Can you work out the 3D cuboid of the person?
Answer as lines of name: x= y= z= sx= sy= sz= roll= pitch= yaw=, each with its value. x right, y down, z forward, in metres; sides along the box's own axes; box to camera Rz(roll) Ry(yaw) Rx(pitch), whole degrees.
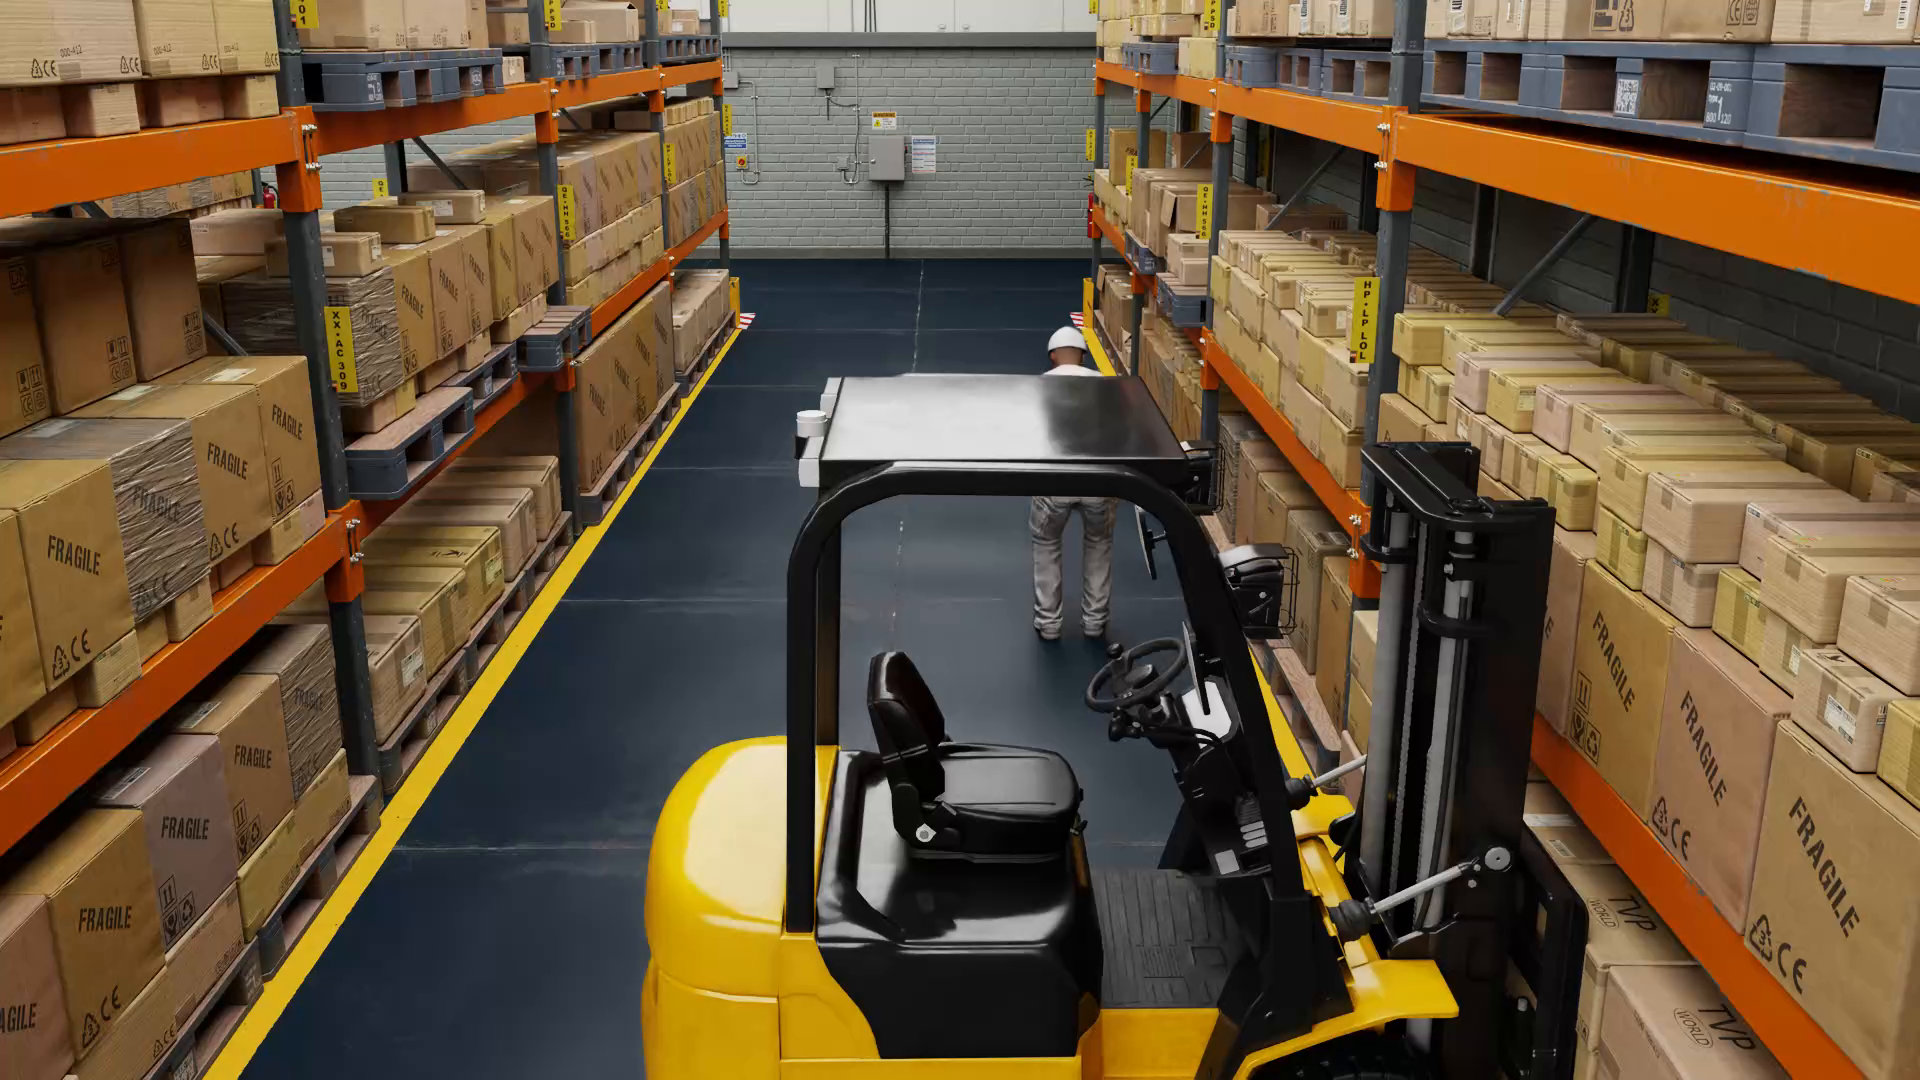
person: x=0.586 y=-0.308 z=8.854 sx=0.481 sy=1.585 sz=0.786 roll=-1 pitch=17 yaw=-2
